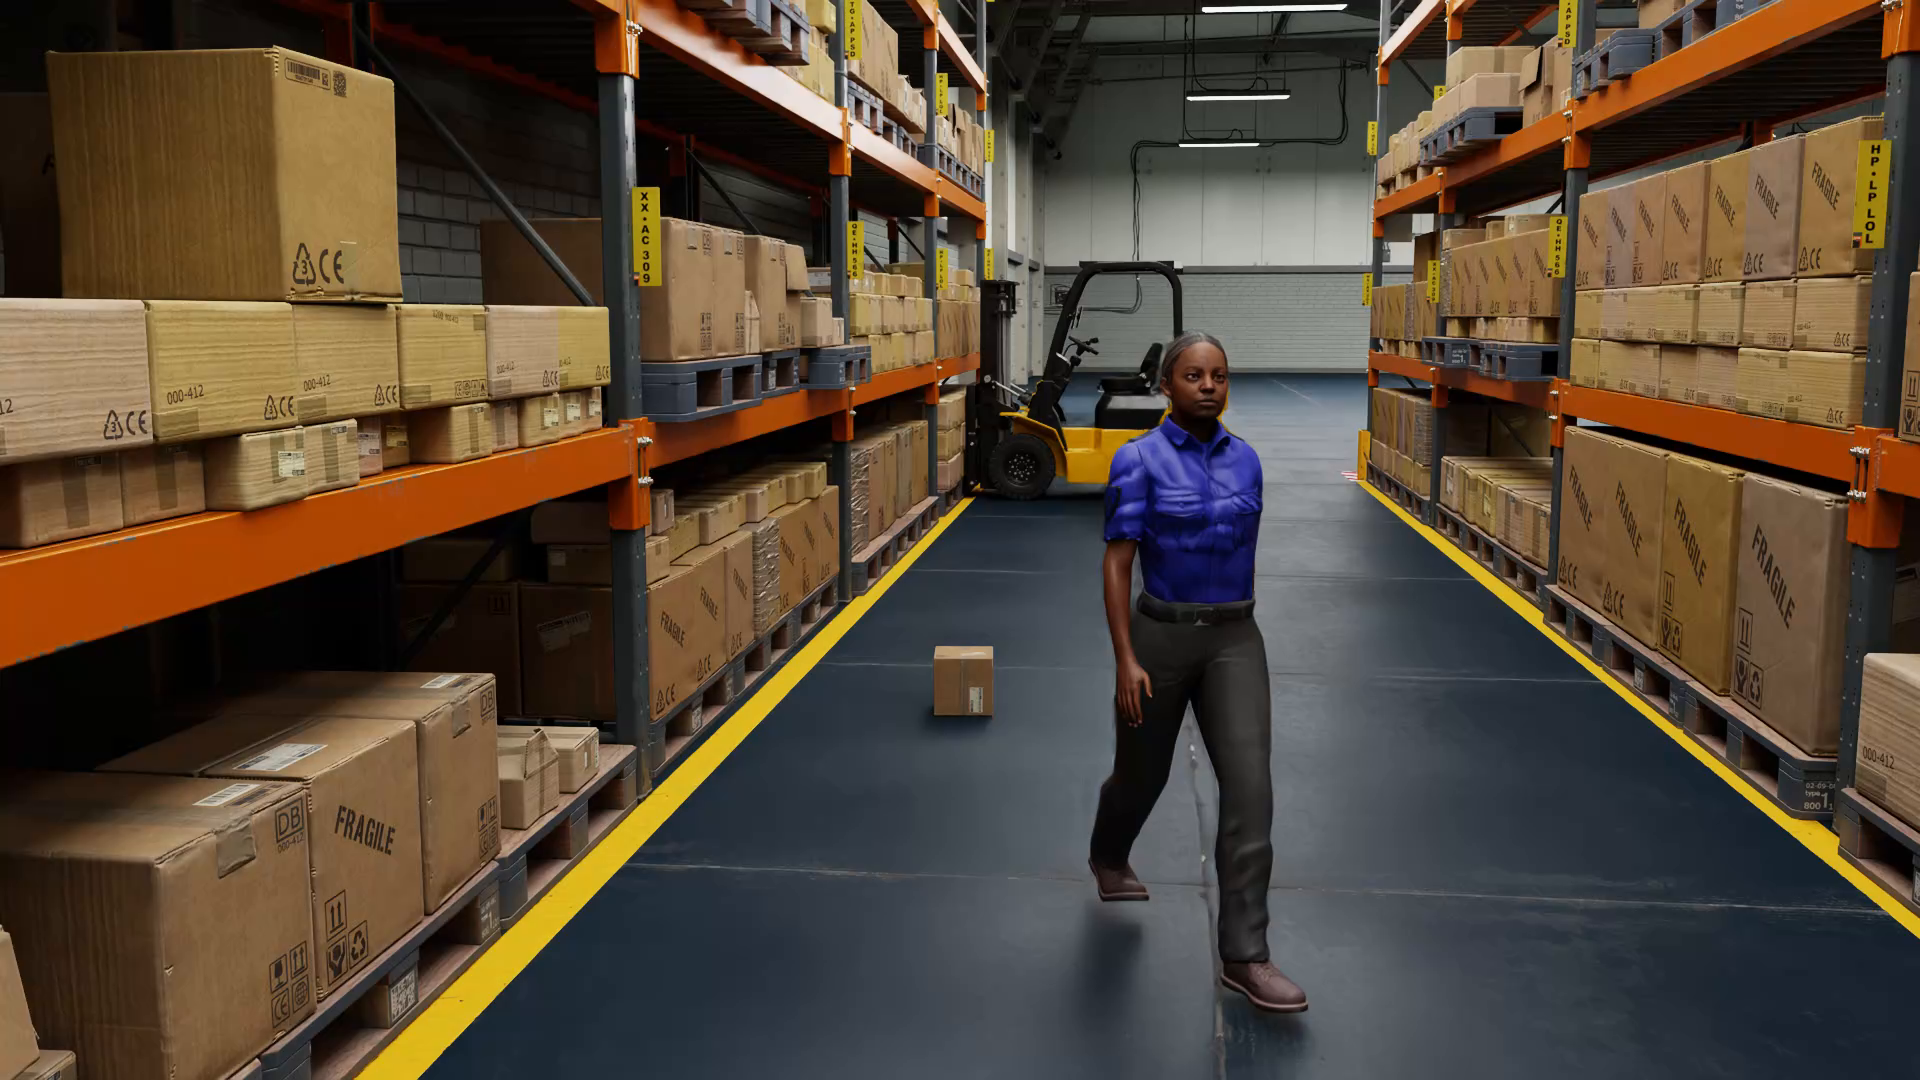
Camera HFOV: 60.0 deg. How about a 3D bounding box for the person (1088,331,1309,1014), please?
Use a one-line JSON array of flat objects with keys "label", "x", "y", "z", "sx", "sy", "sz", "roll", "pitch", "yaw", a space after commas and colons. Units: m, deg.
[{"label": "person", "x": 0.570, "y": 0.282, "z": 4.224, "sx": 0.464, "sy": 1.598, "sz": 0.968, "roll": -2, "pitch": 8, "yaw": -15}]
